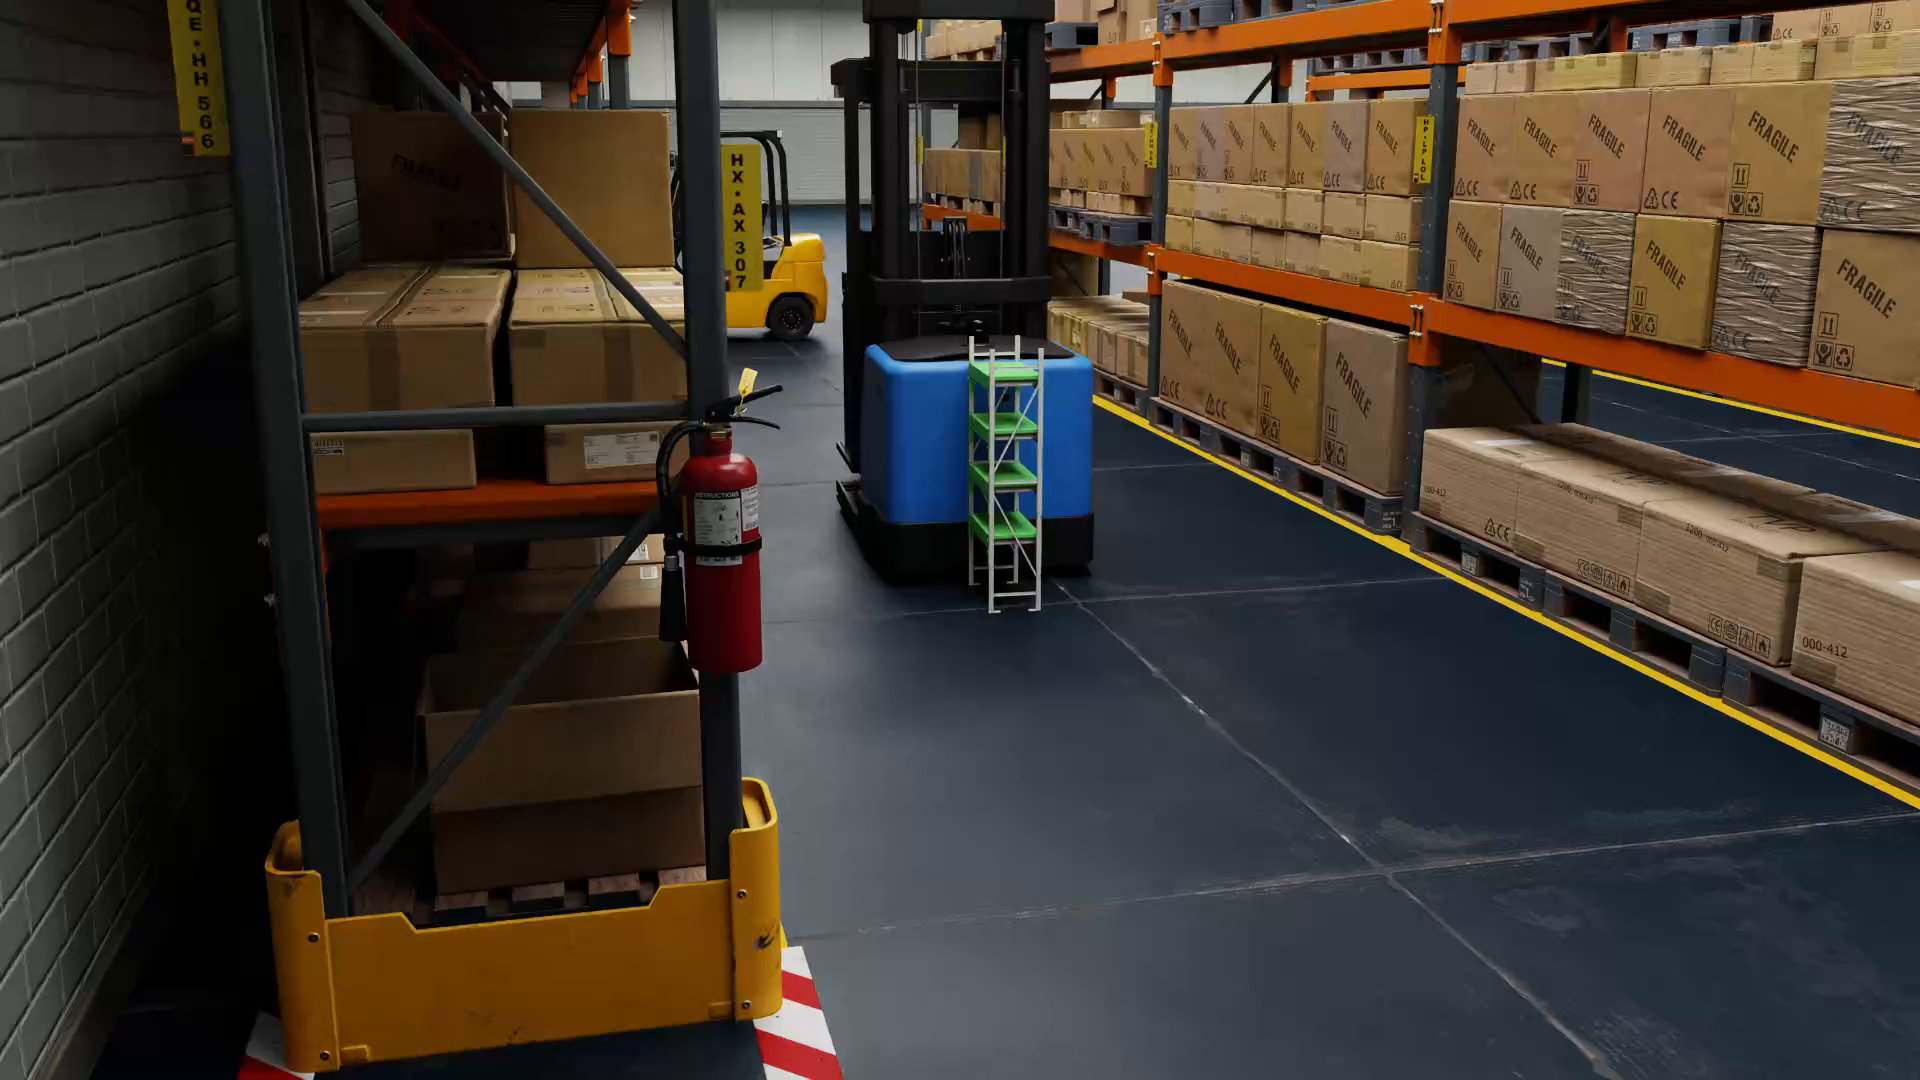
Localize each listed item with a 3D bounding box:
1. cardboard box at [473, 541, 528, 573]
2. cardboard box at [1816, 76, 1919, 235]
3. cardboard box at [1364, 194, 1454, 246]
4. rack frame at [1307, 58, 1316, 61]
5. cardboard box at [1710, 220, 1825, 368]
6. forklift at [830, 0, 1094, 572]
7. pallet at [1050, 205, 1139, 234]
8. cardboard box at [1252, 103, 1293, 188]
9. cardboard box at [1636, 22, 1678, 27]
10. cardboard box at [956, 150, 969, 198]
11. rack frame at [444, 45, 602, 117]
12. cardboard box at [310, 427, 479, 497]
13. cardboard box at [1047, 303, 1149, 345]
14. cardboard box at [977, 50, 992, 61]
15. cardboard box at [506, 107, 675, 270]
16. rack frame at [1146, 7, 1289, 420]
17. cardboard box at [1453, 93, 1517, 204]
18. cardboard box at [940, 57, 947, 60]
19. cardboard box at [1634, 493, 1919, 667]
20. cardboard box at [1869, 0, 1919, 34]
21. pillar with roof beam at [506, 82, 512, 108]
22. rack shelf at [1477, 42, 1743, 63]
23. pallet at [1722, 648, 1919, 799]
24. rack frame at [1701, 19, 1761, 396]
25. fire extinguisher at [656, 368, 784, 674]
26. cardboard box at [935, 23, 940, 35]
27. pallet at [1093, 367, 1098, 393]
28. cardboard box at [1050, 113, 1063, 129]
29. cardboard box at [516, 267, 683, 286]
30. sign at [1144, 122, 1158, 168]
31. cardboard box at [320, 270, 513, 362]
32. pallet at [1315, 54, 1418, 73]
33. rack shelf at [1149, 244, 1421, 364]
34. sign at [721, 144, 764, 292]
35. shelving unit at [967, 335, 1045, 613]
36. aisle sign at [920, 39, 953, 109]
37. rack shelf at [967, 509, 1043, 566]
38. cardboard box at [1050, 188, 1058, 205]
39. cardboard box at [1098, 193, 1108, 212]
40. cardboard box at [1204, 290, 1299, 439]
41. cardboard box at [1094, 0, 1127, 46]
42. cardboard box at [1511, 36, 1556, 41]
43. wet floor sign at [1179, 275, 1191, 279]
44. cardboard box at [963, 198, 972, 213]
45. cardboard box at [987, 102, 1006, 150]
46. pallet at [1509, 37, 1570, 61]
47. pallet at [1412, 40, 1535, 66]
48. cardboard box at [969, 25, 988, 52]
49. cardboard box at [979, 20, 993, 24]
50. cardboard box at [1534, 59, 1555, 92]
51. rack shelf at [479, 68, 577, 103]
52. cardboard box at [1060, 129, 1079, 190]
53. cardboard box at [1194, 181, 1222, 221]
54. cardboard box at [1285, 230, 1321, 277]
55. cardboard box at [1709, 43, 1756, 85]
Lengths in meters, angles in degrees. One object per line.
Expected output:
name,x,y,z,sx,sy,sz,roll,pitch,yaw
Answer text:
cardboard box,-1.480,0.154,6.357,0.700,0.500,0.500,-4,14,-15
cardboard box,3.306,-1.299,5.608,0.500,0.500,0.500,-3,14,-13
cardboard box,2.523,-1.729,8.947,0.500,0.250,0.500,-3,14,-13
rack frame,4.832,-7.453,20.471,1.000,3.000,0.127,-3,14,-13
cardboard box,3.198,-0.928,6.195,0.500,0.500,0.500,-3,14,-12
forklift,-0.111,-1.569,9.175,1.130,2.935,3.031,-2,14,-10
pallet,1.418,-2.755,14.287,1.003,0.211,1.213,-3,14,-13
cardboard box,2.149,-2.450,10.317,0.500,0.500,0.500,-3,14,-12
cardboard box,6.030,-4.837,14.777,0.500,0.500,0.500,-3,14,-13
cardboard box,0.259,-3.954,17.953,0.500,0.500,0.500,-4,14,-14
rack frame,-2.901,-2.116,11.269,1.000,3.000,0.127,-3,14,-13
cardboard box,-1.361,-0.210,3.996,0.380,0.149,0.250,-3,14,-14
cardboard box,1.281,-1.957,15.271,0.950,0.372,0.625,-2,14,-10
cardboard box,0.385,-4.946,17.059,0.380,0.149,0.250,-3,14,-12
cardboard box,-1.219,-1.172,5.514,0.500,0.500,0.500,-3,14,-12
rack frame,1.923,-2.394,12.405,1.000,3.000,0.127,-3,14,-13
cardboard box,2.739,-1.882,7.992,0.500,0.500,0.500,-3,14,-13
cardboard box,-0.016,-5.361,18.760,0.380,0.149,0.250,-3,14,-12
cardboard box,3.327,0.135,6.567,0.875,0.438,0.875,-3,14,-12
cardboard box,6.833,-3.822,11.720,0.500,0.500,0.500,-3,14,-13
pillar with roof beam,-8.353,-13.826,46.558,9.100,9.000,0.400,-3,14,-13
rack shelf,6.241,-4.262,15.247,1.077,0.370,4.000,-3,14,-13
pallet,3.538,0.626,5.919,1.003,0.211,1.213,-3,14,-13
rack frame,6.711,-2.693,13.629,1.000,3.000,0.127,-3,14,-13
fire extinguisher,-0.538,-0.044,3.735,0.296,0.674,0.183,-3,14,-13
cardboard box,-0.071,-5.868,19.156,0.380,0.149,0.250,-3,14,-14
pallet,1.458,-1.500,14.624,1.003,0.211,1.213,-3,14,-13
cardboard box,0.750,-3.900,15.483,0.380,0.149,0.250,-3,14,-13
cardboard box,-1.108,-0.695,5.141,0.500,0.250,0.500,-4,14,-14
sign,1.398,-2.885,12.144,0.100,0.325,0.005,-3,14,-13
cardboard box,-1.620,-0.667,5.027,0.500,0.250,0.500,-3,14,-11
pallet,5.016,-5.782,20.140,1.003,0.211,1.213,-3,14,-13
rack shelf,2.393,-1.583,10.602,1.077,0.370,4.000,-3,14,-13
sign,-0.495,-0.721,3.736,0.100,0.325,0.005,-3,14,-13
shelving unit,0.205,-0.313,7.678,0.258,1.200,0.503,-2,14,-10
aisle sign,-0.272,-5.499,19.638,0.394,0.787,0.004,-3,14,-13
rack shelf,0.205,-0.017,7.750,0.258,0.148,0.480,-2,14,-10
cardboard box,1.017,-3.072,14.827,0.380,0.149,0.250,-3,14,-12
cardboard box,1.330,-2.710,13.344,0.380,0.149,0.250,-4,14,-16
cardboard box,2.210,-1.196,11.093,0.875,0.875,0.875,-3,14,-13
cardboard box,1.537,-4.251,13.470,0.797,0.503,0.637,-3,14,-13
cardboard box,6.016,-5.306,17.440,0.380,0.149,0.250,-4,14,-14
wet floor sign,2.901,-3.291,21.038,0.267,0.644,0.232,-6,15,-23
cardboard box,0.243,-3.604,17.887,0.380,0.149,0.250,-3,14,-13
cardboard box,0.690,-4.460,17.920,0.700,0.500,0.500,-3,14,-14
pallet,6.035,-4.771,16.219,0.805,0.209,1.217,-4,14,-15
pallet,5.589,-5.219,17.836,1.003,0.211,1.213,-3,14,-13
cardboard box,0.393,-5.167,17.125,0.500,0.250,0.500,-4,14,-14
cardboard box,0.399,-5.273,16.720,0.380,0.149,0.250,-3,14,-12
cardboard box,2.861,-2.118,7.593,0.380,0.149,0.250,-3,14,-14
rack shelf,-4.310,-4.608,16.664,1.077,0.370,4.000,-3,14,-13
cardboard box,1.167,-3.241,14.151,0.500,0.500,0.500,-4,14,-15
cardboard box,1.922,-2.314,11.340,0.500,0.250,0.500,-3,14,-12
cardboard box,2.294,-1.723,9.973,0.500,0.250,0.500,-4,14,-15
cardboard box,3.127,-1.822,6.381,0.380,0.149,0.250,-3,14,-11
